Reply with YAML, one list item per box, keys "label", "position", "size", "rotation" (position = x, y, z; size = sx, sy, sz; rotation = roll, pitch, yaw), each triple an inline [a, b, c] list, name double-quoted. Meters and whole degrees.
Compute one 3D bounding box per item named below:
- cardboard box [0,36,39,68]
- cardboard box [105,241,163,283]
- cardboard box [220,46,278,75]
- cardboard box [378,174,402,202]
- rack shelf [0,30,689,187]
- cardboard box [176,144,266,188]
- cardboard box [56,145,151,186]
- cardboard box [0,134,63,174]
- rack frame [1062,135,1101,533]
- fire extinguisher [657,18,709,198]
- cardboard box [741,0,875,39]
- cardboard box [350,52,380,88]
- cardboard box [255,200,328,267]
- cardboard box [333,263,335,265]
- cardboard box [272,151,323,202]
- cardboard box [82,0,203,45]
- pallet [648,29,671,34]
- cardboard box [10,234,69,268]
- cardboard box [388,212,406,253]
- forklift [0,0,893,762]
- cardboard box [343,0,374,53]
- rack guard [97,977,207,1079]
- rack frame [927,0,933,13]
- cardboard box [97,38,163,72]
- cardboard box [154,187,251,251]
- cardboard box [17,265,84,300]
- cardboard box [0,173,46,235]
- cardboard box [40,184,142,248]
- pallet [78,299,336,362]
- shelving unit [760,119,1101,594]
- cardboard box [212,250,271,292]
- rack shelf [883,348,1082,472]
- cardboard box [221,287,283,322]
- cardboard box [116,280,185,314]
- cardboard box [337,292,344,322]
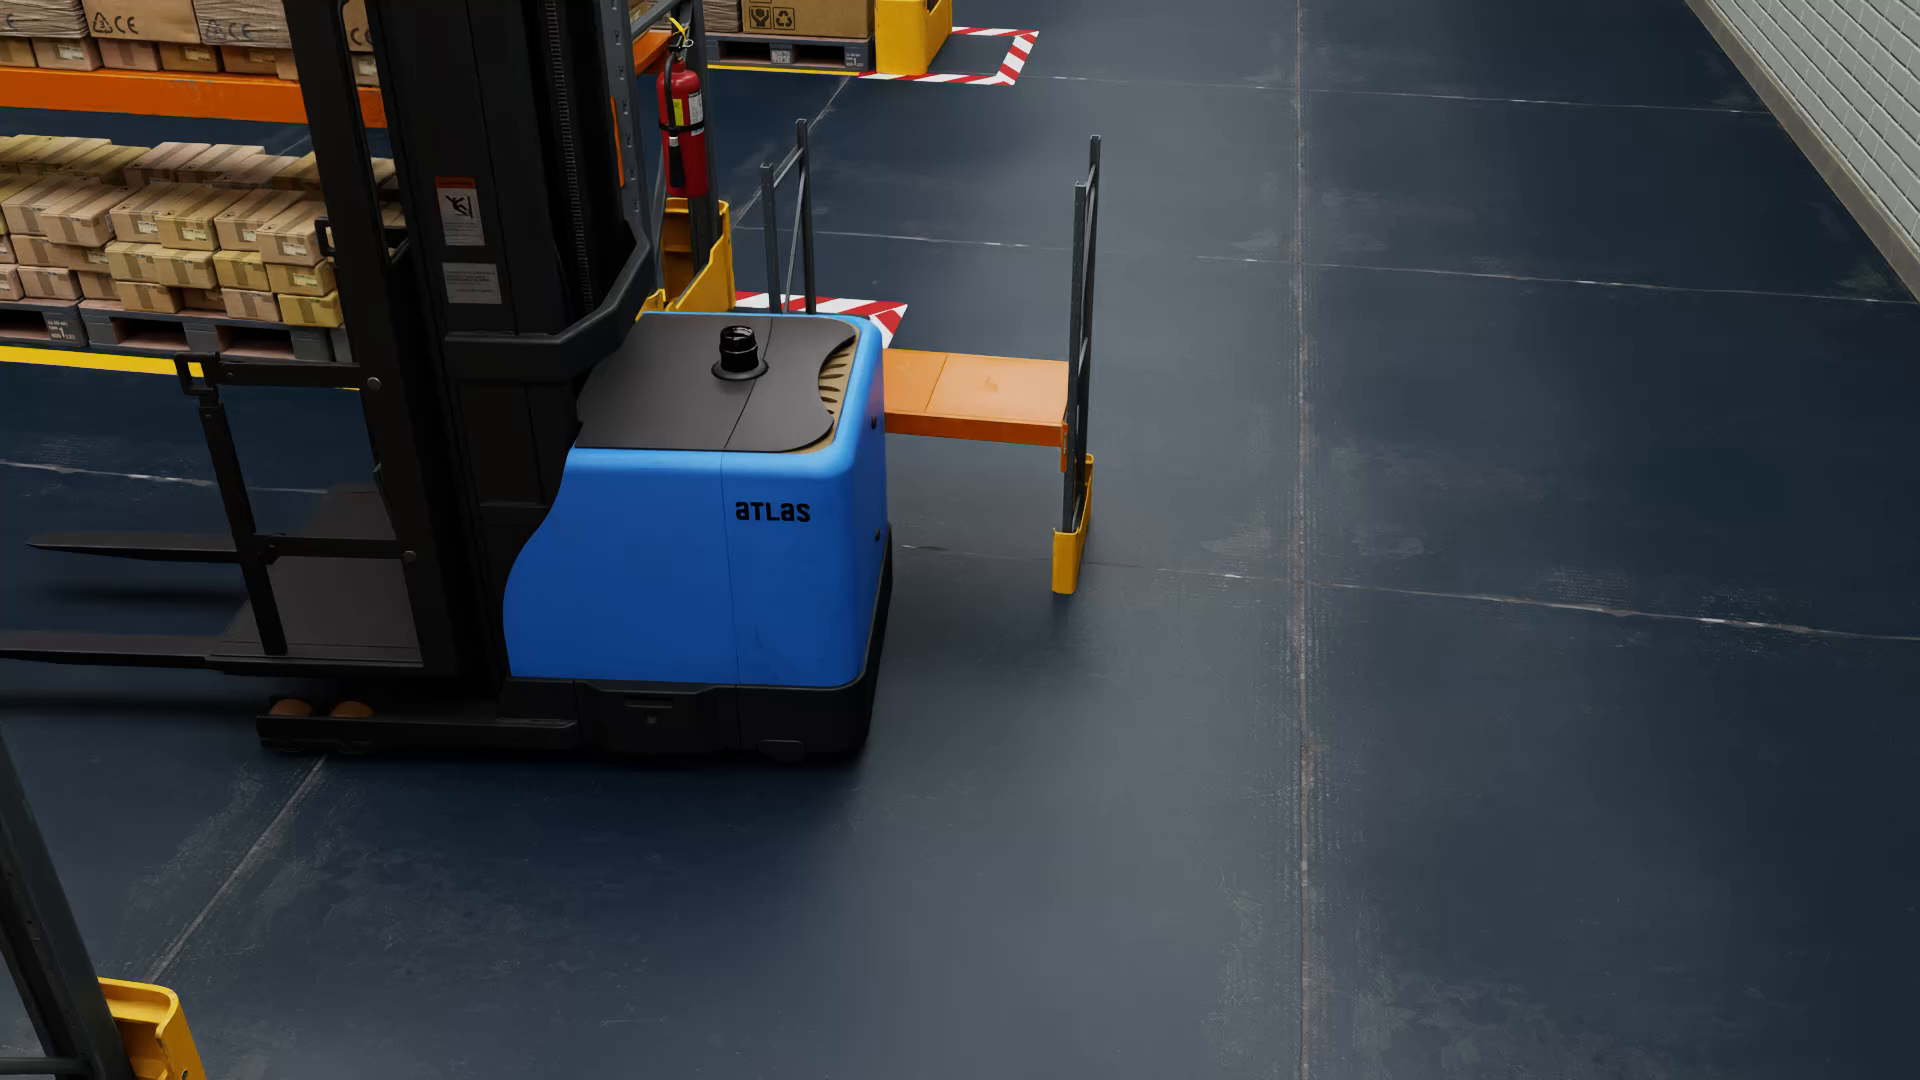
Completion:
- label: "cardboard box"
  position: [-3.948, -2.143, 7.083]
  size: [0.250, 0.149, 0.380]
  rotation: [6, 33, 9]
- label: "cardboard box"
  position: [-3.631, -1.310, 7.526]
  size: [0.250, 0.149, 0.380]
  rotation: [5, 32, 8]
- label: "cardboard box"
  position: [-2.897, -2.089, 6.997]
  size: [0.250, 0.149, 0.380]
  rotation: [4, 32, 6]
- label: "cardboard box"
  position: [-2.509, -1.629, 7.757]
  size: [0.250, 0.149, 0.380]
  rotation: [4, 32, 6]
- label: "rack shelf"
  position: [-3.244, -2.027, 7.339]
  size: [4.000, 0.370, 1.077]
  rotation: [5, 32, 8]
- label: "cardboard box"
  position: [-3.523, -1.758, 7.963]
  size: [0.250, 0.149, 0.380]
  rotation: [4, 32, 6]
- label: "cardboard box"
  position: [-4.073, -1.752, 7.952]
  size: [0.250, 0.149, 0.380]
  rotation: [6, 33, 10]
- label: "cardboard box"
  position: [-4.563, -1.834, 8.084]
  size: [0.250, 0.149, 0.380]
  rotation: [6, 32, 9]
- label: "rack frame"
  position: [0.417, -0.598, 5.792]
  size: [0.032, 1.500, 0.500]
  rotation: [5, 32, 8]
- label: "fire extinguisher"
  position: [-1.102, -1.698, 6.561]
  size: [0.183, 0.674, 0.296]
  rotation: [5, 32, 8]
- label: "cardboard box"
  position: [-0.983, -4.031, 11.469]
  size: [0.875, 0.875, 0.875]
  rotation: [5, 32, 8]
- label: "cardboard box"
  position: [-2.386, -1.995, 6.847]
  size: [0.250, 0.149, 0.380]
  rotation: [6, 33, 10]
- label: "cardboard box"
  position: [-2.871, -1.350, 7.310]
  size: [0.250, 0.149, 0.380]
  rotation: [6, 33, 10]
- label: "cardboard box"
  position: [-2.601, -1.270, 7.463]
  size: [0.250, 0.149, 0.380]
  rotation: [5, 32, 8]
- label: "cardboard box"
  position: [-3.033, -1.707, 7.880]
  size: [0.250, 0.149, 0.380]
  rotation: [6, 32, 9]
- label: "cardboard box"
  position: [-3.257, -2.366, 6.828]
  size: [0.500, 0.500, 0.500]
  rotation: [7, 33, 11]
- label: "pallet"
  position: [-2.339, -3.697, 11.957]
  size: [1.213, 0.211, 1.003]
  rotation: [5, 32, 8]
- label: "cardboard box"
  position: [-4.136, -1.402, 7.674]
  size: [0.250, 0.149, 0.380]
  rotation: [4, 32, 6]
- label: "cardboard box"
  position: [-2.352, -1.299, 7.228]
  size: [0.250, 0.149, 0.380]
  rotation: [4, 32, 7]
- label: "forklift"
  position: [-1.774, -0.851, 4.848]
  size: [3.031, 2.935, 1.130]
  rotation: [2, 32, 3]
- label: "cardboard box"
  position: [-2.266, -2.276, 6.684]
  size: [0.500, 0.500, 0.500]
  rotation: [5, 32, 7]
- label: "rack guard"
  position: [-1.982, 1.506, 3.372]
  size: [0.348, 0.500, 1.175]
  rotation: [5, 32, 8]
- label: "rack frame"
  position: [-0.339, -4.738, 10.993]
  size: [0.127, 3.000, 1.000]
  rotation: [5, 32, 8]
- label: "cardboard box"
  position: [-3.413, -2.116, 7.039]
  size: [0.250, 0.149, 0.380]
  rotation: [6, 33, 10]
- label: "cardboard box"
  position: [-3.375, -1.440, 7.454]
  size: [0.250, 0.149, 0.380]
  rotation: [5, 32, 8]
- label: "cardboard box"
  position: [-4.136, -1.264, 7.733]
  size: [0.250, 0.149, 0.380]
  rotation: [5, 32, 7]
- label: "cardboard box"
  position: [-4.392, -1.541, 7.614]
  size: [0.250, 0.149, 0.380]
  rotation: [5, 32, 8]
- label: "cardboard box"
  position: [-3.894, -1.464, 7.492]
  size: [0.250, 0.149, 0.380]
  rotation: [6, 33, 9]
- label: "pallet"
  position: [-3.342, -1.179, 7.935]
  size: [1.213, 0.211, 1.003]
  rotation: [5, 32, 8]
- label: "shelving unit"
  position: [-0.075, -0.643, 5.863]
  size: [1.083, 1.500, 0.587]
  rotation: [5, 32, 8]
- label: "cardboard box"
  position: [-3.116, -1.264, 7.453]
  size: [0.250, 0.149, 0.380]
  rotation: [7, 33, 11]
- label: "rack shelf"
  position: [-0.084, -0.491, 5.960]
  size: [1.000, 0.185, 0.538]
  rotation: [5, 32, 8]
- label: "cardboard box"
  position: [-3.117, -1.139, 7.534]
  size: [0.250, 0.149, 0.380]
  rotation: [6, 33, 9]
- label: "cardboard box"
  position: [-3.625, -1.185, 7.607]
  size: [0.250, 0.149, 0.380]
  rotation: [4, 32, 7]
- label: "cardboard box"
  position: [-2.589, -1.115, 7.495]
  size: [0.250, 0.149, 0.380]
  rotation: [5, 32, 9]
